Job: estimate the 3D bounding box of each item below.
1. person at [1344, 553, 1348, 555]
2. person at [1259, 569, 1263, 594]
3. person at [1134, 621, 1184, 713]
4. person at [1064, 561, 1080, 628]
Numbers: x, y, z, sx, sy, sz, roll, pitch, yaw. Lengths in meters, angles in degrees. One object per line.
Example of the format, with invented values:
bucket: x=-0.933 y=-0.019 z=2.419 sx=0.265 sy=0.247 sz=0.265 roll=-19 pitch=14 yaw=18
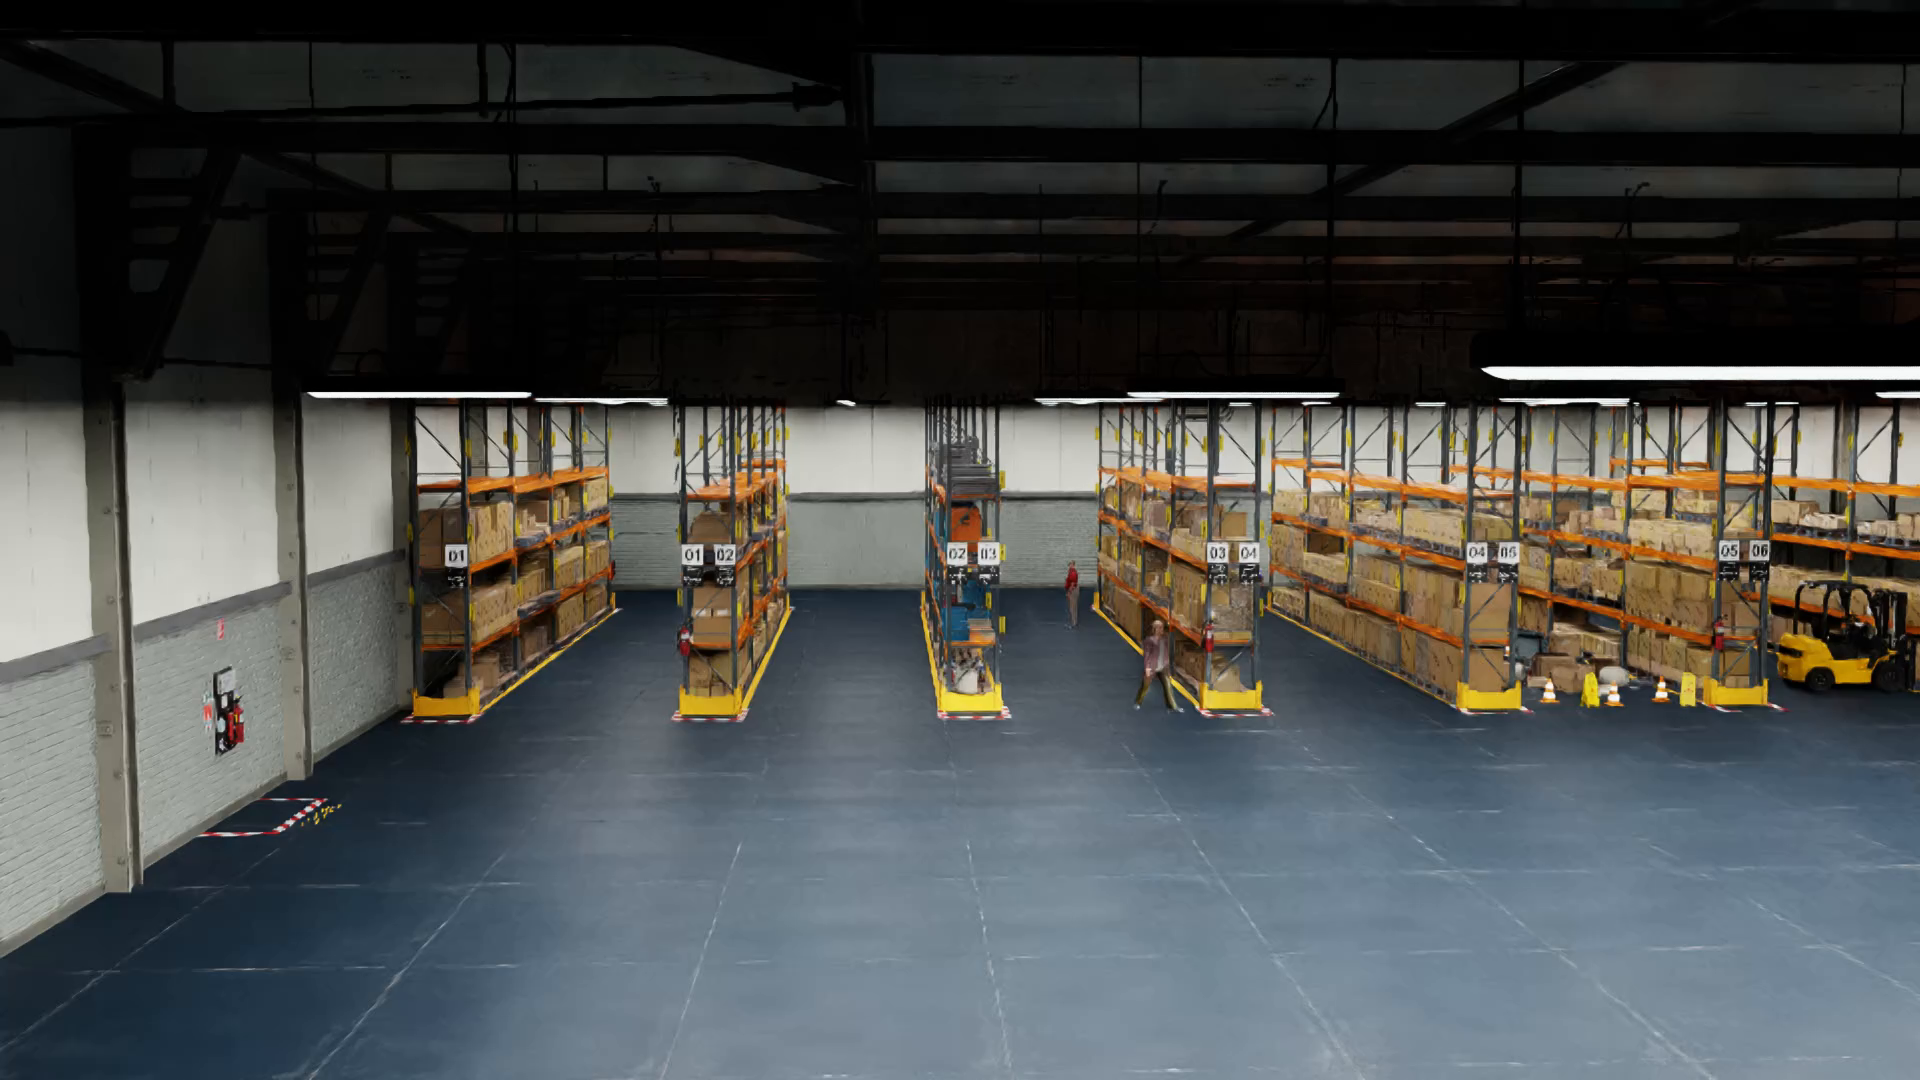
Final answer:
person: x=10.959 y=1.086 z=47.157 sx=0.398 sy=1.786 sz=0.659 roll=-2 pitch=5 yaw=-24
person: x=8.021 y=1.325 z=45.642 sx=0.592 sy=1.604 sz=0.513 roll=0 pitch=5 yaw=-4
person: x=3.681 y=2.380 z=31.255 sx=0.621 sy=1.749 sz=1.011 roll=-2 pitch=5 yaw=-28
person: x=2.933 y=1.422 z=43.617 sx=0.413 sy=1.773 sz=0.581 roll=1 pitch=5 yaw=15
